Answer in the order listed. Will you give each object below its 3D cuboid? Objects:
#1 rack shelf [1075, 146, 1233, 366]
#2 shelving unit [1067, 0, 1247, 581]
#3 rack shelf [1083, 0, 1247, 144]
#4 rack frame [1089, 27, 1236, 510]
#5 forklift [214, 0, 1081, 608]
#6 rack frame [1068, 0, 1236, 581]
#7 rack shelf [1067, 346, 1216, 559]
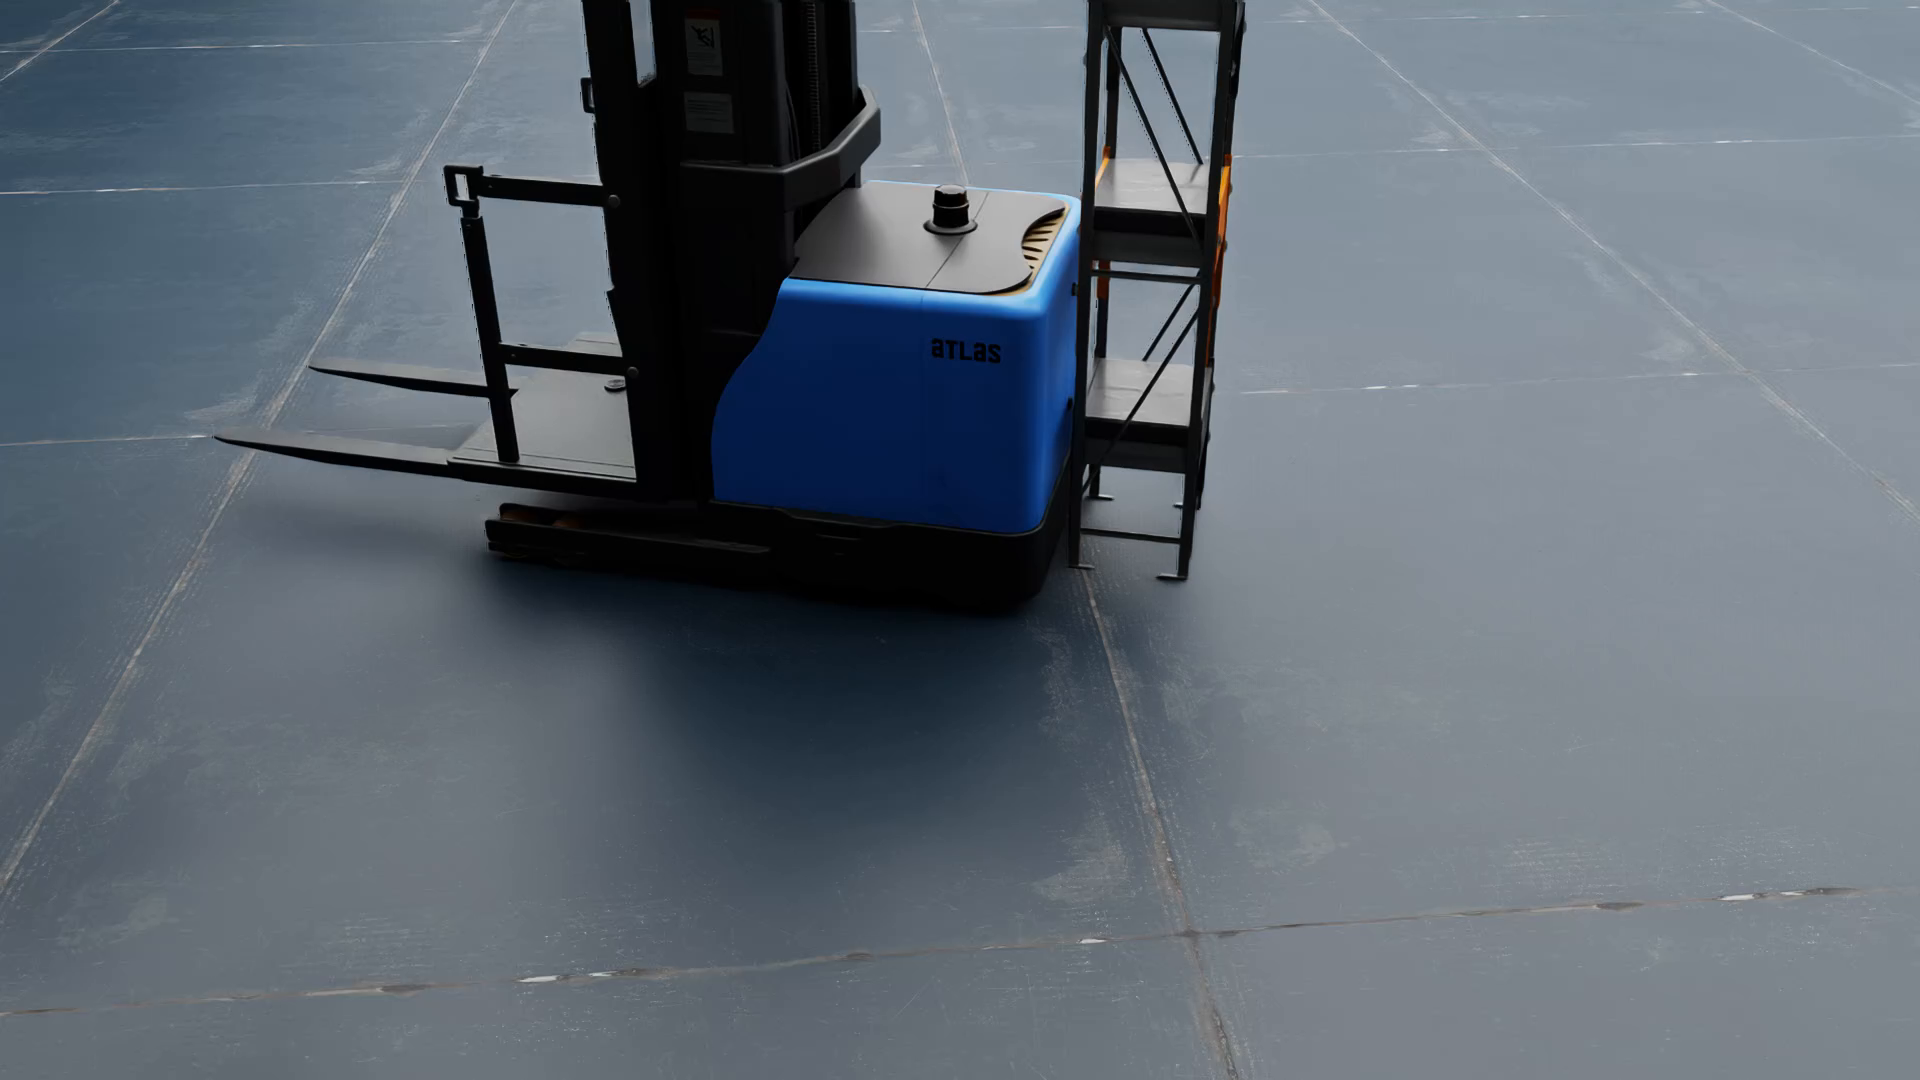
[{"bbox_3d":[0.612,-0.901,5.237,0.431,0.518,0.480,6,31,10],"label":"rack shelf"},{"bbox_3d":[0.612,-0.912,5.230,0.431,2.100,0.503,6,31,10],"label":"shelving unit"},{"bbox_3d":[0.612,-1.502,4.878,0.431,0.518,0.480,6,31,10],"label":"rack shelf"},{"bbox_3d":[0.663,-1.035,5.435,0.400,2.100,0.015,6,31,10],"label":"rack frame"},{"bbox_3d":[-1.117,-1.428,5.283,3.031,2.935,1.130,7,32,11],"label":"forklift"},{"bbox_3d":[0.561,-0.790,5.025,0.400,2.100,0.015,6,31,10],"label":"rack frame"},{"bbox_3d":[0.612,-0.300,5.596,0.431,0.518,0.480,6,31,10],"label":"rack shelf"}]
